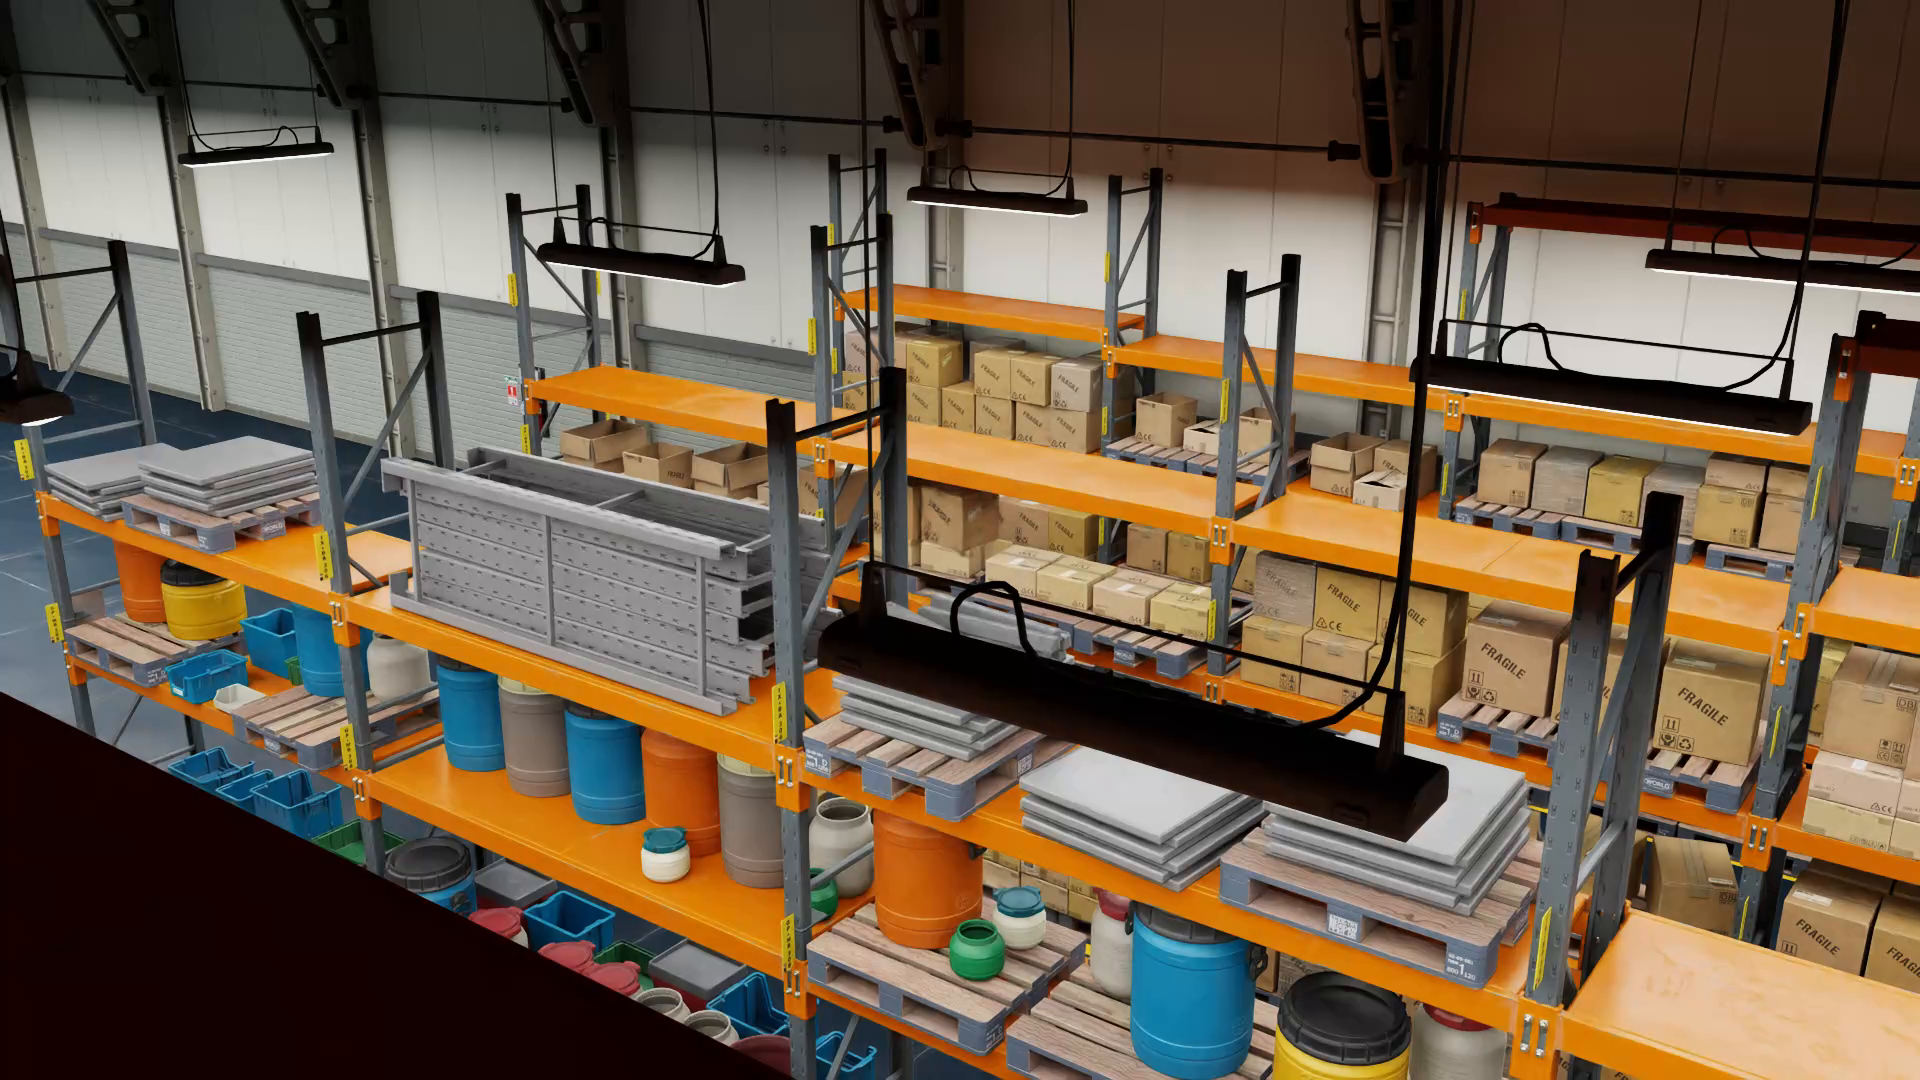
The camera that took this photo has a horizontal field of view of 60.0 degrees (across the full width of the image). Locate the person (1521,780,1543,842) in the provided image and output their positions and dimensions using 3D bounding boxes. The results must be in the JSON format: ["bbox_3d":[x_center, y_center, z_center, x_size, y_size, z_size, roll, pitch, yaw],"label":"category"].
[{"bbox_3d":[5.176,2.196,15.894,1.015,1.624,0.538,9,20,25],"label":"person"}]
